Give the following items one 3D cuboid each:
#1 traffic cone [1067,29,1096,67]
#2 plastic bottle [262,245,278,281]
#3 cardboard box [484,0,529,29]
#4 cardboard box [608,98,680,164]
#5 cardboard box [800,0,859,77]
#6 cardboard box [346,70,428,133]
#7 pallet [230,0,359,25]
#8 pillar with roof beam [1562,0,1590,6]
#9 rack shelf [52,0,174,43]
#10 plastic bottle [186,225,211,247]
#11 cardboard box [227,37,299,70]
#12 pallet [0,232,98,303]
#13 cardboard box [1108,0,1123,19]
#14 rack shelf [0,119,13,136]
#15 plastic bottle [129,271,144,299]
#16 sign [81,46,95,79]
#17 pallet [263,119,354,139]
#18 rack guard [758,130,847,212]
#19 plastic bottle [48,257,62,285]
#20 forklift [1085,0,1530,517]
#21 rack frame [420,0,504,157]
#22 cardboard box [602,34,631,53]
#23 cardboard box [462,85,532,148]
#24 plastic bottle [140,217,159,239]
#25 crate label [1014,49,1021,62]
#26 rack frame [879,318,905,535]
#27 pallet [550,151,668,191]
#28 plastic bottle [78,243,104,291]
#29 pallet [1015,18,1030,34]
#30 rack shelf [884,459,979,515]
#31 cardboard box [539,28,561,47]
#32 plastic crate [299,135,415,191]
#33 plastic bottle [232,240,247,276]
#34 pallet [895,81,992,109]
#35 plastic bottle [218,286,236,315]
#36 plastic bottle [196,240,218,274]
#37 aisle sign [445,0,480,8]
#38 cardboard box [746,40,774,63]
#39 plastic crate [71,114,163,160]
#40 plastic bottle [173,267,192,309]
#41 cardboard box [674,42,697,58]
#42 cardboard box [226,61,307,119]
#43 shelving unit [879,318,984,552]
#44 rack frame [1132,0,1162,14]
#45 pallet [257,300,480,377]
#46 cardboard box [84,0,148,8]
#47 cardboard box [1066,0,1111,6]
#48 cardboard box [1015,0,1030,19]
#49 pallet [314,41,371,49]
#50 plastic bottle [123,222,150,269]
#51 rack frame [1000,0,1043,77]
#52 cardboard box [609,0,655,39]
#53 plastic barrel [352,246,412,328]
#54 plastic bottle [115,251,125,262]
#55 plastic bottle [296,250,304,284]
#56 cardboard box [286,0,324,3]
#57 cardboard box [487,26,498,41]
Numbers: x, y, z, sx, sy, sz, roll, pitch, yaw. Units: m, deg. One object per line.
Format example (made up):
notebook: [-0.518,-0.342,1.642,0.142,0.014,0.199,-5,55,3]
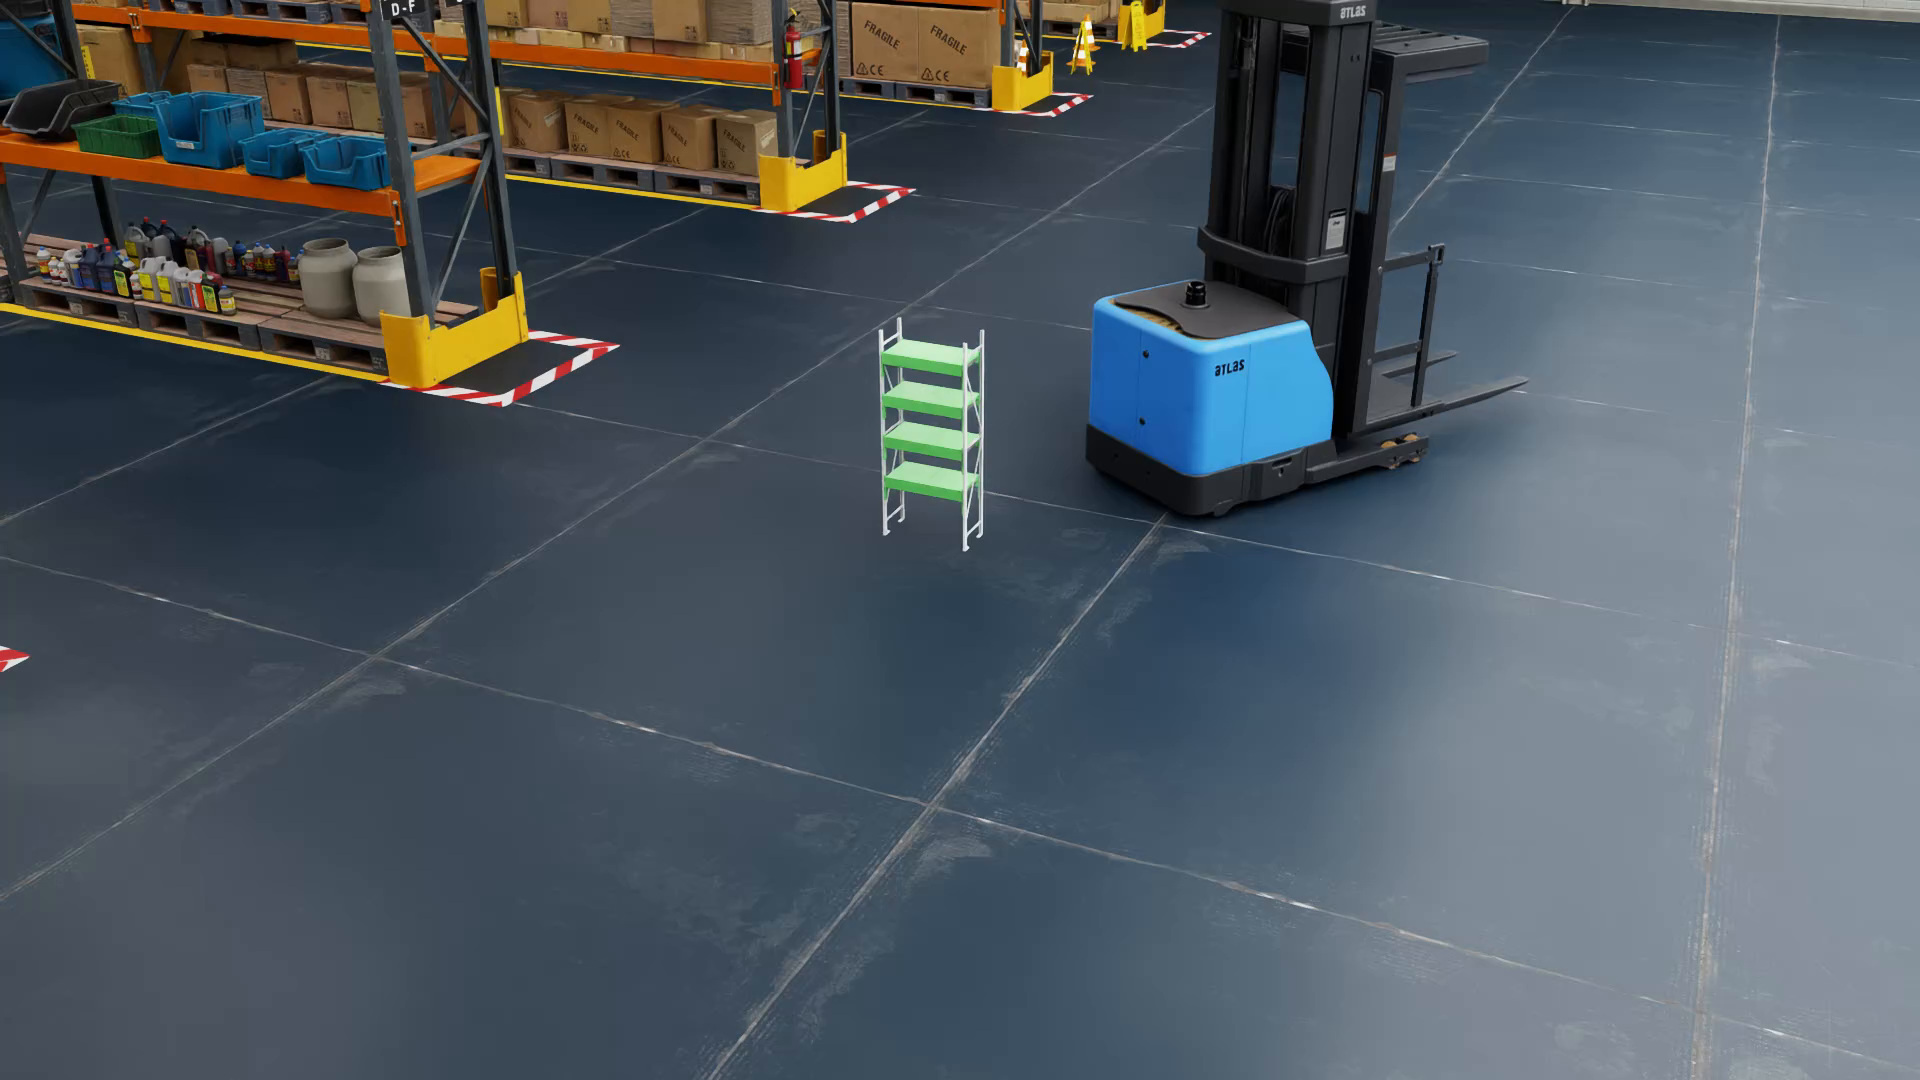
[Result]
traffic cone: [1.610,-6.531,21.991,0.334,0.463,0.336,11,28,22]
plastic bottle: [-5.300,-2.134,12.779,0.097,0.271,0.097,0,26,0]
cardboard box: [-4.233,-5.330,16.229,0.500,0.500,0.875,11,28,22]
cardboard box: [-3.098,-4.038,16.411,0.500,0.500,0.500,14,30,27]
cardboard box: [-1.547,-6.269,20.517,0.875,0.875,0.875,12,28,22]
cardboard box: [-6.034,-4.656,17.642,0.500,0.500,0.700,11,28,21]
pallet: [-6.880,-5.664,17.575,1.213,0.211,1.003,11,28,22]
pillar with roof beam: [8.156,-10.967,21.338,0.400,9.000,9.100,11,28,22]
rack shelf: [-10.520,-6.138,19.136,4.000,0.370,1.077,11,28,22]
plastic bottle: [-5.934,-2.286,12.997,0.185,0.351,0.144,11,28,21]
cardboard box: [-7.590,-5.304,18.111,0.500,0.250,0.500,15,30,28]
pallet: [-7.839,-2.250,13.580,1.213,0.211,1.003,11,28,22]
cardboard box: [2.066,-7.831,24.397,0.500,0.250,0.500,11,28,21]
rack shelf: [-8.929,-3.416,13.606,4.000,0.370,1.077,11,28,22]
plastic bottle: [-6.125,-1.904,12.392,0.097,0.201,0.097,0,26,0]
sign: [-6.870,-3.716,13.088,0.005,0.325,0.100,11,28,22]
pallet: [-6.882,-4.477,18.105,1.213,0.211,1.003,11,28,22]
rack guard: [-1.486,-3.525,15.844,0.348,0.500,1.175,11,28,22]
plastic bottle: [-6.907,-2.061,12.711,0.097,0.201,0.097,0,26,0]
forklift: [2.276,-1.927,9.845,3.031,2.935,1.130,-16,30,-29]
rack frame: [-5.058,-5.364,16.749,0.127,3.000,1.000,11,28,22]
cardboard box: [-3.170,-4.721,15.728,0.250,0.149,0.380,11,28,22]
cardboard box: [-4.710,-4.342,17.027,0.500,0.500,0.500,10,28,20]
plastic bottle: [-6.402,-2.380,13.188,0.185,0.351,0.144,11,28,20]
crate label: [0.869,-6.503,22.304,0.298,0.136,0.250,-2,26,-5]
rack frame: [-0.373,-0.613,9.137,0.015,1.200,0.240,11,28,22]
pallet: [-3.317,-3.782,16.693,1.213,0.211,1.003,11,28,22]
plastic bottle: [-6.545,-2.067,12.553,0.185,0.351,0.144,12,29,23]
pallet: [0.785,-7.767,24.786,1.213,0.211,1.003,11,28,22]
rack shelf: [-0.151,-0.296,9.181,0.480,0.148,0.258,11,28,22]
cardboard box: [-3.838,-4.873,16.035,0.250,0.149,0.380,11,28,22]
plastic crate: [-4.046,-2.546,11.193,0.616,0.251,0.499,11,28,22]
plastic bottle: [-5.576,-2.189,12.892,0.097,0.271,0.097,0,26,0]
pallet: [-0.032,-5.472,20.126,1.213,0.211,1.003,11,28,22]
plastic bottle: [-5.320,-1.743,12.064,0.097,0.201,0.097,0,26,0]
plastic bottle: [-5.831,-2.181,12.861,0.133,0.283,0.061,11,28,22]
aisle sign: [-3.280,-3.912,10.857,0.004,0.787,0.394,11,28,22]
cardboard box: [-1.761,-4.489,15.257,0.250,0.149,0.380,11,28,22]
plastic crate: [-5.989,-2.916,12.016,0.662,0.188,0.450,11,28,22]
plastic bottle: [-5.664,-1.859,12.215,0.135,0.276,0.152,11,28,20]
cardboard box: [-2.459,-4.612,15.506,0.250,0.149,0.380,11,28,22]
cardboard box: [-7.571,-4.961,18.262,0.500,0.500,0.700,9,28,18]
shelving unit: [-0.151,-0.569,9.046,0.503,1.200,0.258,11,28,22]
rack frame: [2.686,-8.617,23.357,0.127,3.000,1.000,11,28,22]
pallet: [-4.293,-1.536,12.131,1.213,0.211,1.003,11,28,22]
cardboard box: [-9.251,-6.131,18.194,0.500,0.500,0.500,12,29,23]
cardboard box: [1.848,-7.950,23.791,0.500,0.500,0.500,12,28,22]
cardboard box: [0.892,-7.803,24.341,0.500,0.250,0.500,10,28,20]
pallet: [-8.371,-7.187,23.610,1.213,0.211,1.003,11,28,22]
plastic bottle: [-6.462,-2.322,13.071,0.185,0.351,0.144,11,28,22]
rack frame: [0.729,-6.609,19.277,0.127,3.000,1.000,11,28,22]
cardboard box: [-2.848,-5.075,15.711,0.500,0.500,0.875,11,28,22]
plastic barrel: [-4.097,-1.803,11.857,0.421,0.512,0.421,0,26,0]
plastic bottle: [-6.363,-2.054,12.616,0.097,0.271,0.097,0,26,0]
plastic bottle: [-4.988,-2.071,12.652,0.097,0.271,0.097,0,26,0]
cardboard box: [-6.674,-5.879,17.202,0.637,0.503,0.797,15,30,27]
cardboard box: [-4.525,-5.006,16.306,0.250,0.149,0.380,11,28,22]
